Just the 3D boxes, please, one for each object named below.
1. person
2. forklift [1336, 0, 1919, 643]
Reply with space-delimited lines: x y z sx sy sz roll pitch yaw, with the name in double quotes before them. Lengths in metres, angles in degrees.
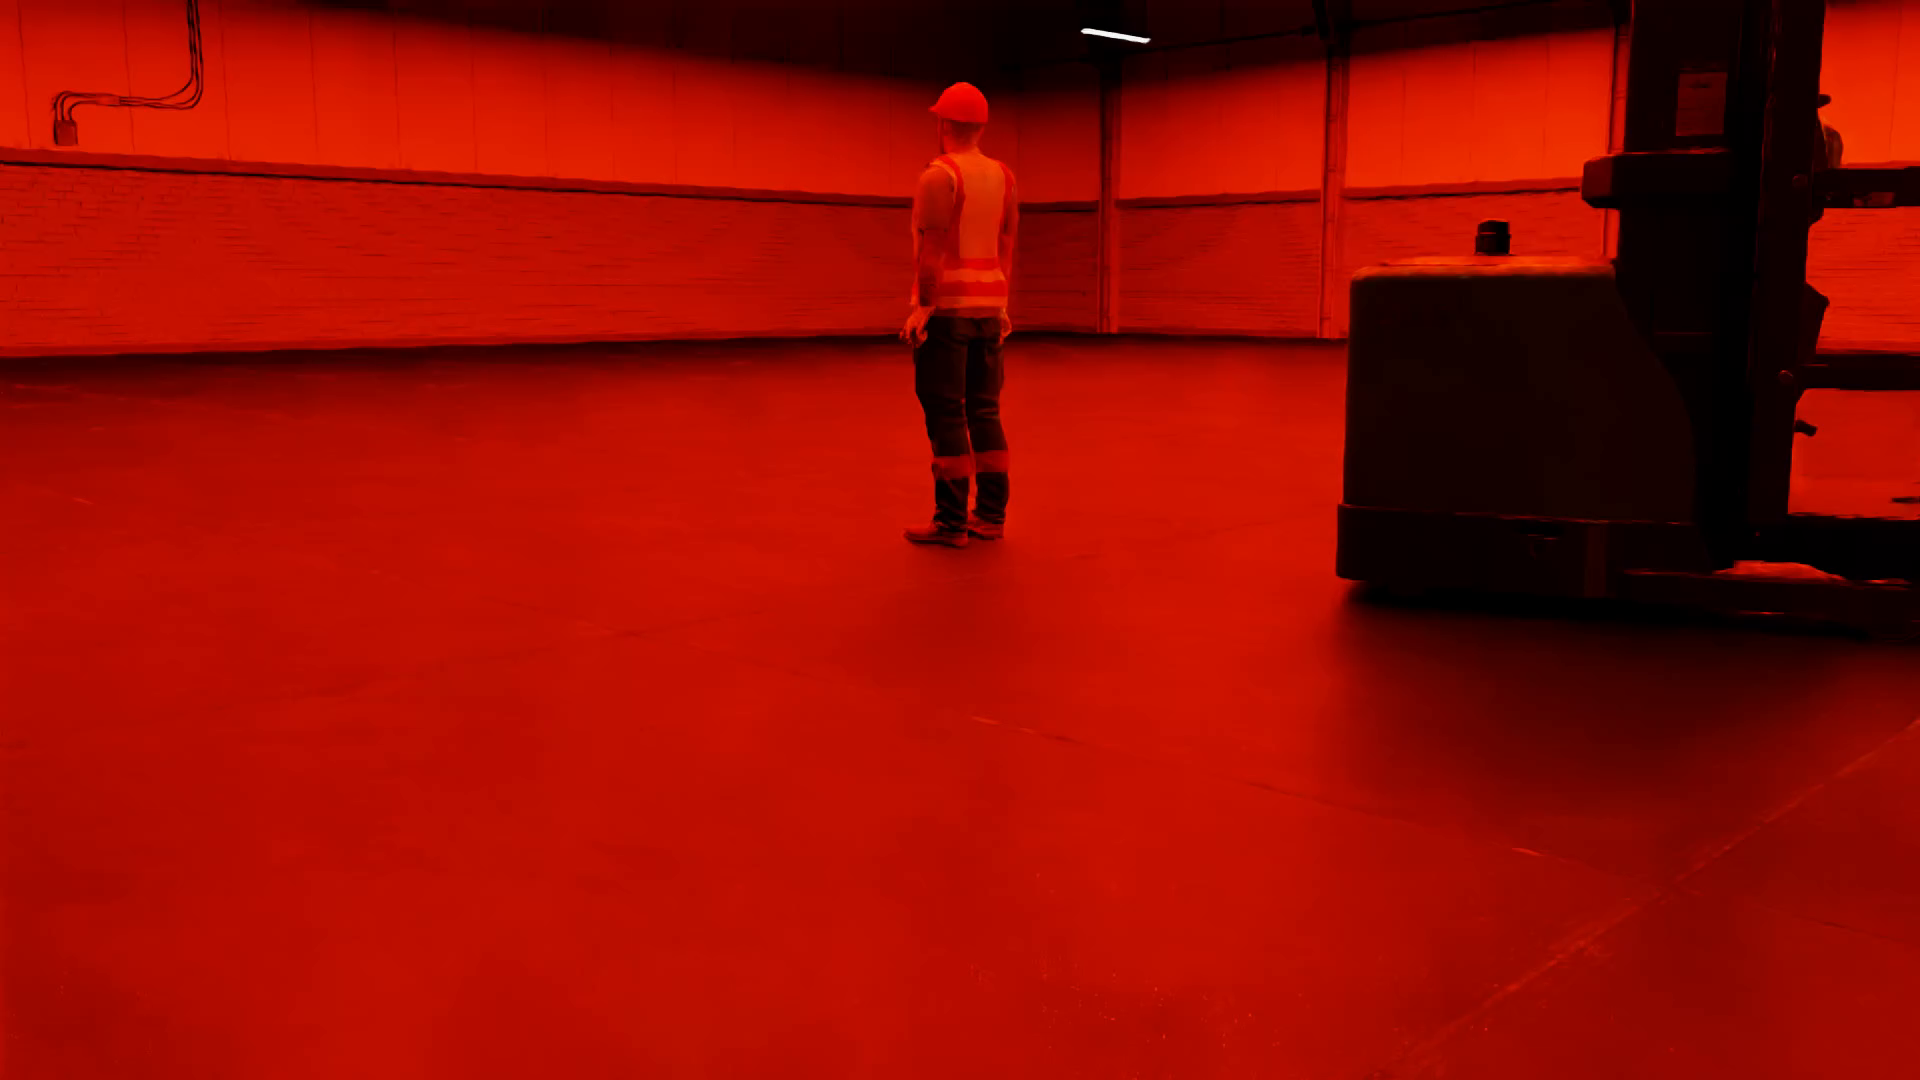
"person" -0.016 -0.888 6.598 0.349 1.795 0.540 8 12 43
"forklift" 2.797 -1.232 5.055 3.031 2.935 1.130 4 9 24
